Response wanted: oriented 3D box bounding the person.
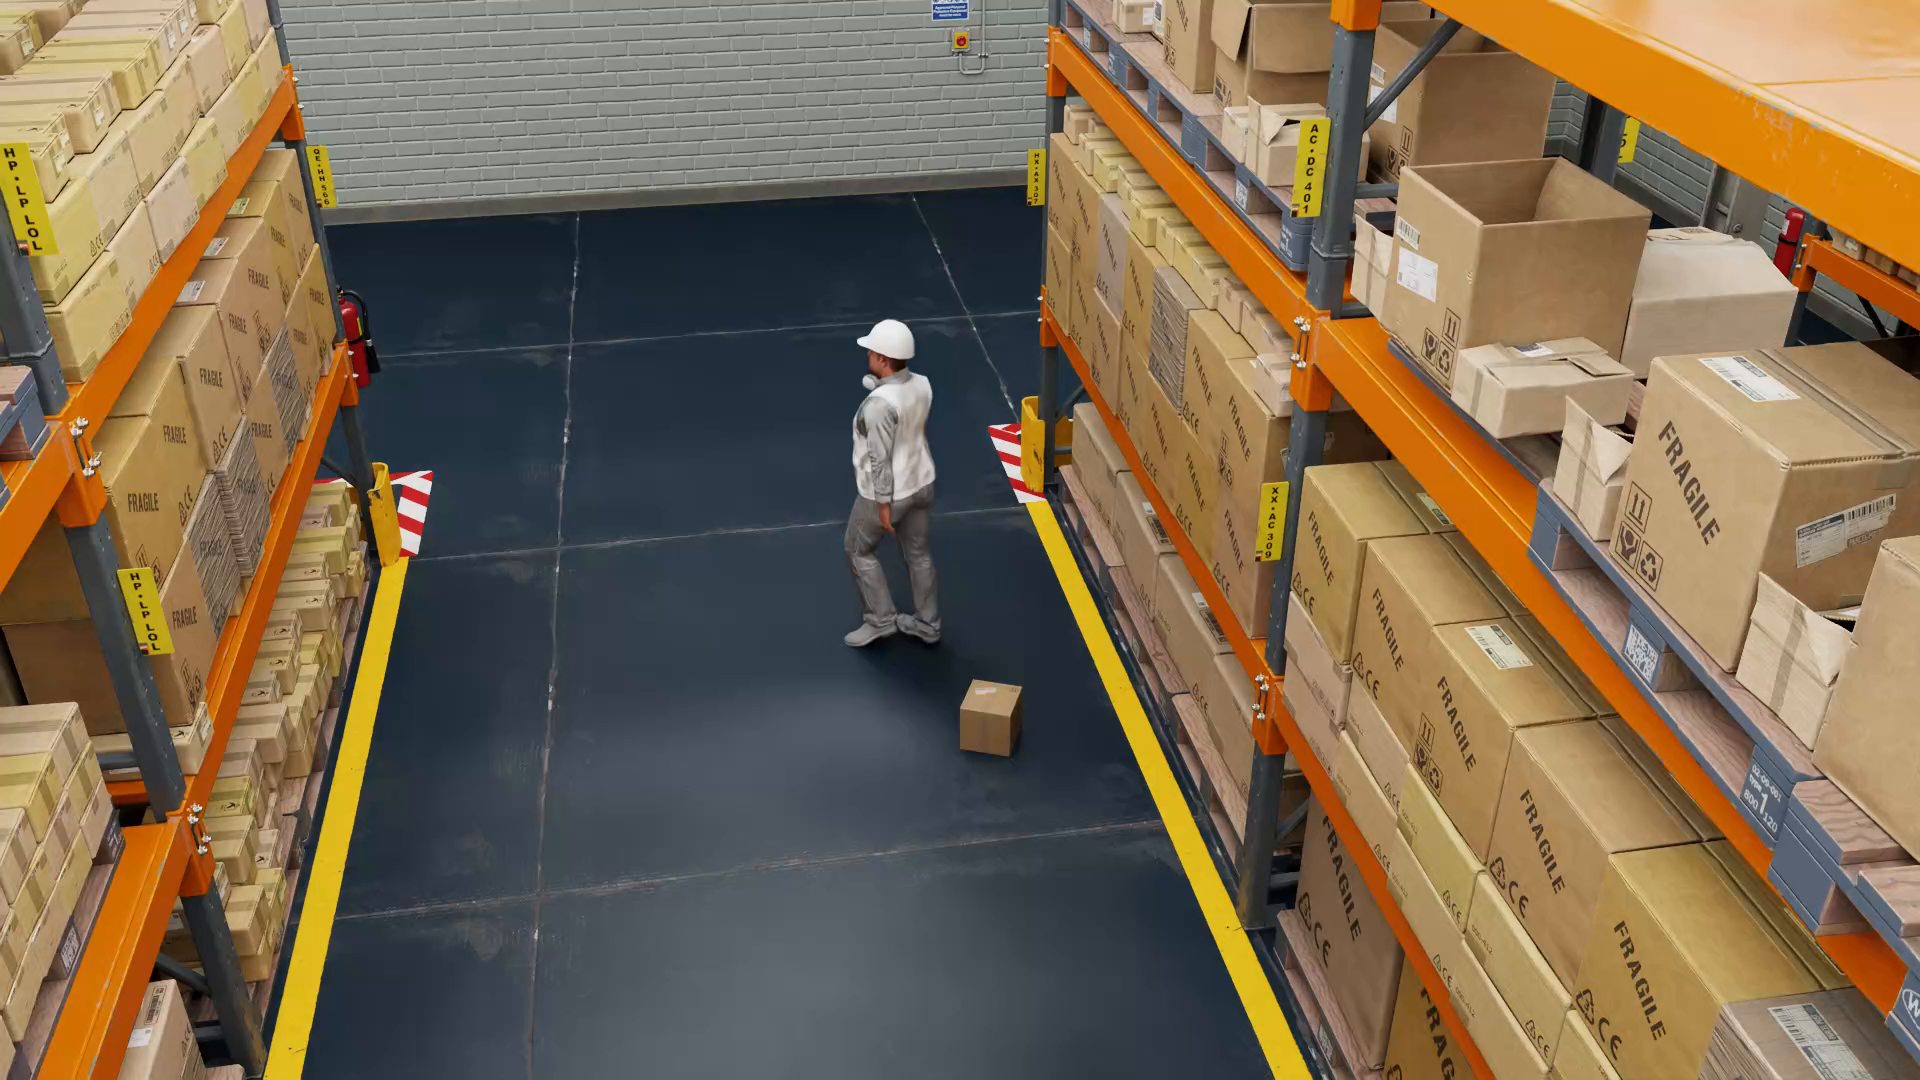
[{"bbox_3d":[-0.306,-0.258,8.540,0.514,1.797,0.542,21,37,32],"label":"person"}]
